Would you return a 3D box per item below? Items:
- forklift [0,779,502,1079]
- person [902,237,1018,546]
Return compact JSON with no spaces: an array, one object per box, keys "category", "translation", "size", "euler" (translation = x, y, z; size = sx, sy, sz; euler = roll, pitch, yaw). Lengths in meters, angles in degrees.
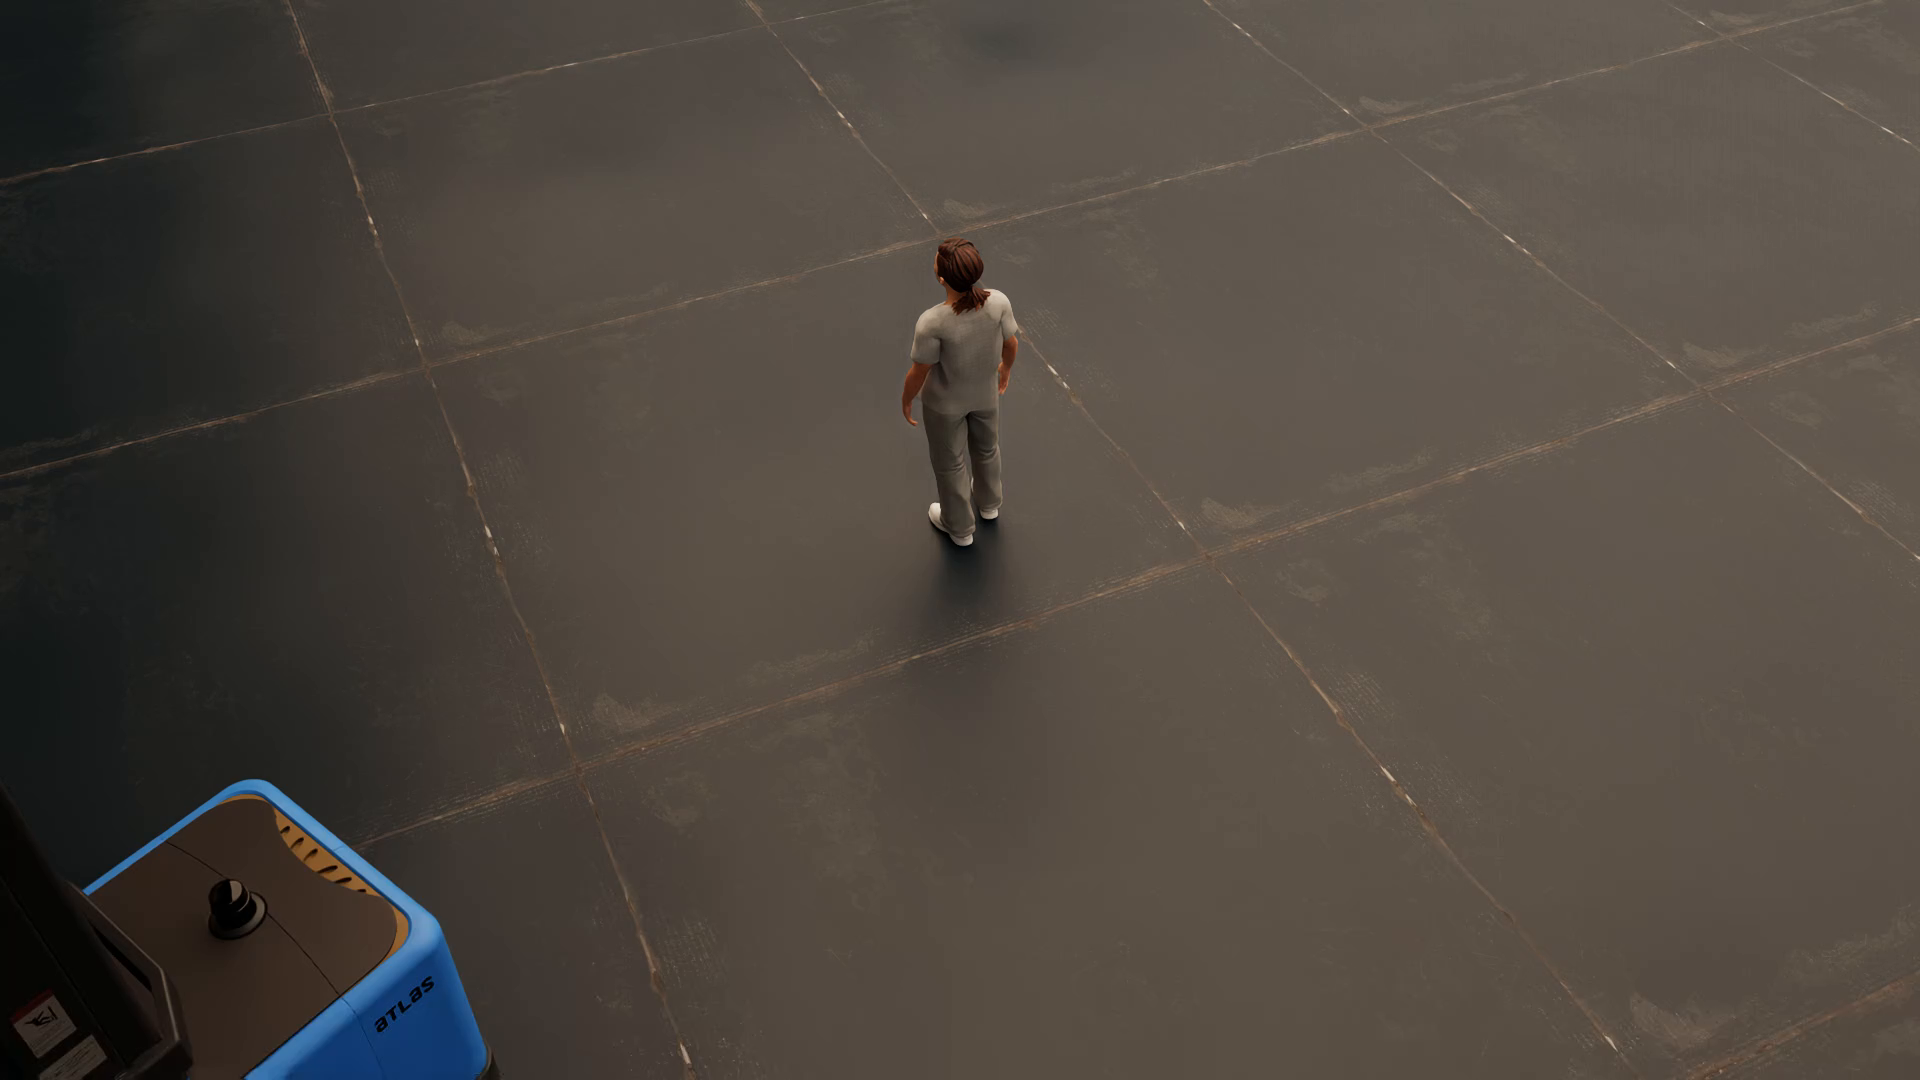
[{"category":"forklift","translation":[-2.862,1.464,4.111],"size":[1.130,2.935,3.031],"euler":[28,50,27]},{"category":"person","translation":[-0.018,-0.668,7.304],"size":[0.549,1.675,0.549],"euler":[-18,46,-18]}]
